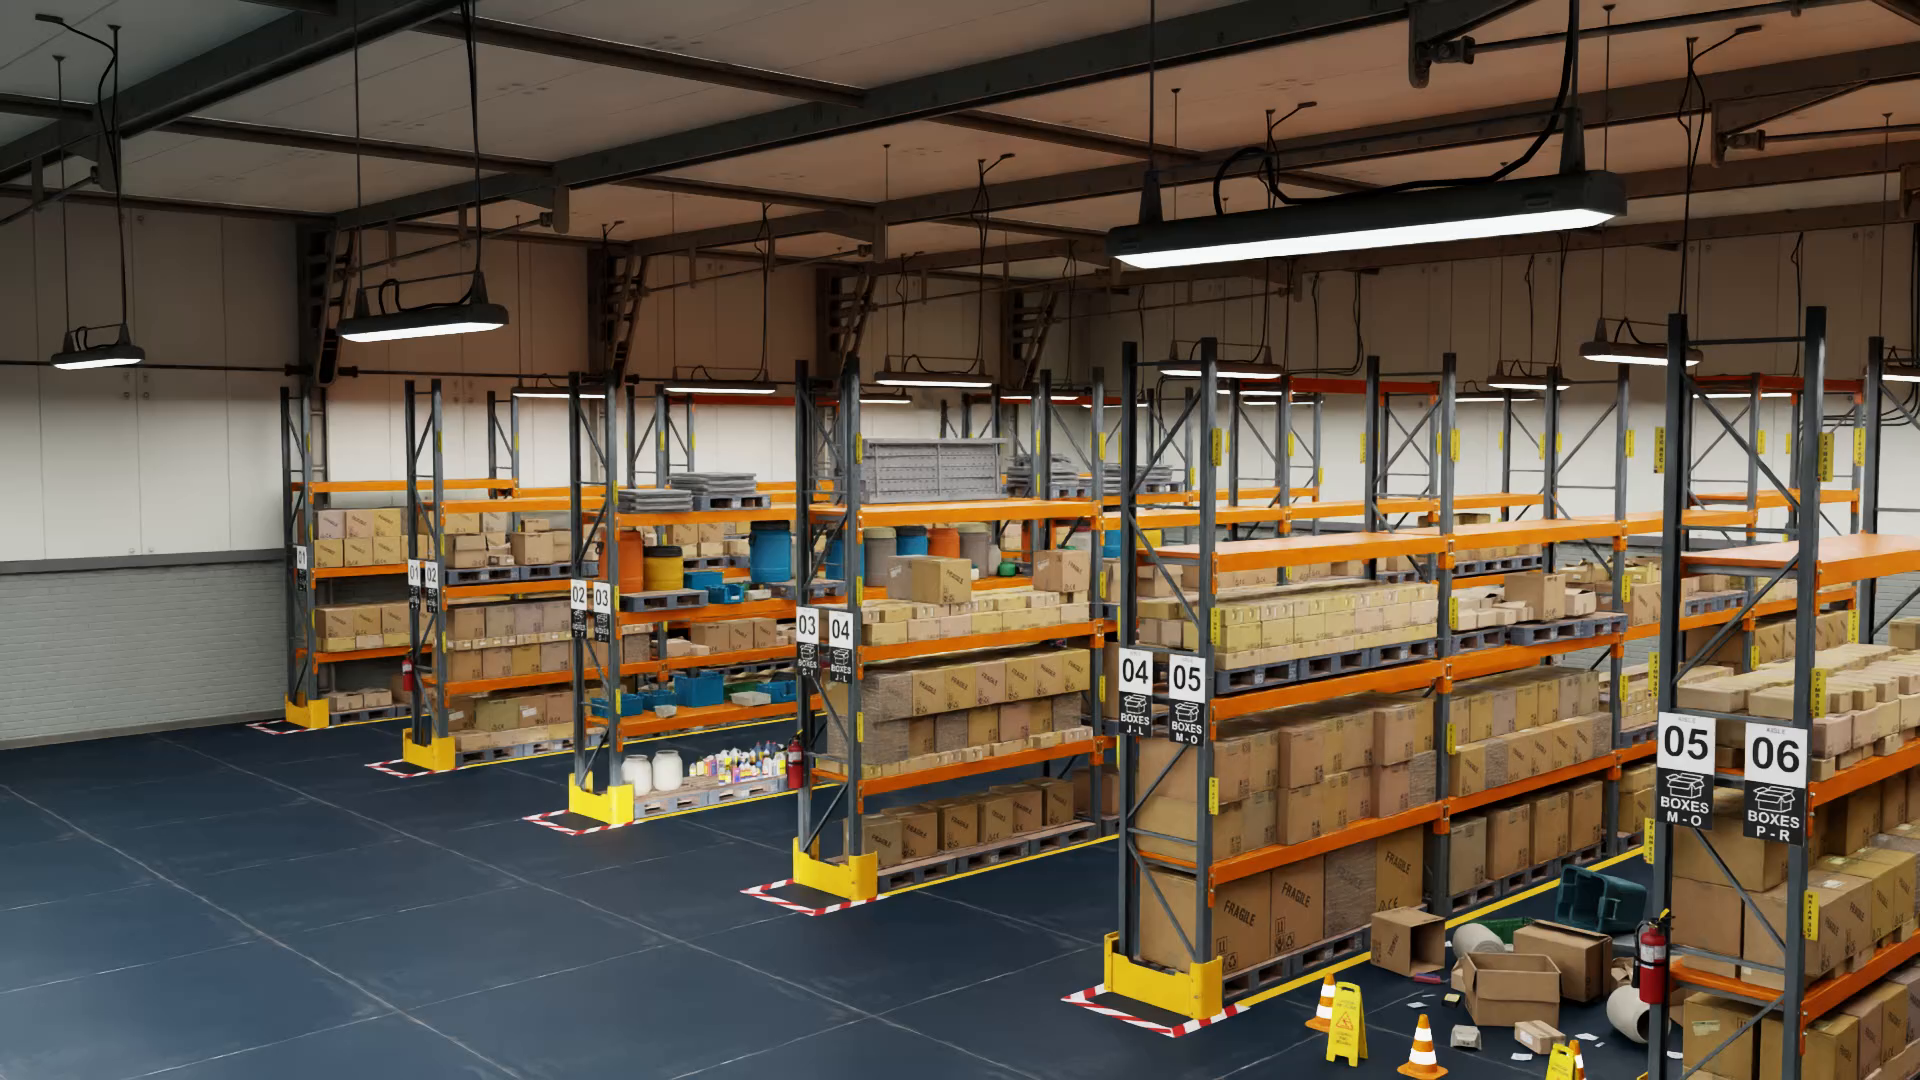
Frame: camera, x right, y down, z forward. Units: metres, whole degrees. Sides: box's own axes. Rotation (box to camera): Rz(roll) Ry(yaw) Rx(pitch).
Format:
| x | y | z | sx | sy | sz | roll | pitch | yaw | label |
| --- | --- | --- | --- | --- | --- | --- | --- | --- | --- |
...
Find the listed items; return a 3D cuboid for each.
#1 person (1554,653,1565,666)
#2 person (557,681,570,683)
| x | y | z | sx | sy | sz | roll | pitch | yaw | label |
| --- | --- | --- | --- | --- | --- | --- | --- | --- | --- |
| 10.841 | 2.408 | 30.317 | 0.628 | 1.655 | 0.598 | -2 | 4 | -30 | person |
| -7.085 | 2.362 | 30.071 | 0.672 | 1.778 | 1.018 | 3 | 5 | 37 | person |
